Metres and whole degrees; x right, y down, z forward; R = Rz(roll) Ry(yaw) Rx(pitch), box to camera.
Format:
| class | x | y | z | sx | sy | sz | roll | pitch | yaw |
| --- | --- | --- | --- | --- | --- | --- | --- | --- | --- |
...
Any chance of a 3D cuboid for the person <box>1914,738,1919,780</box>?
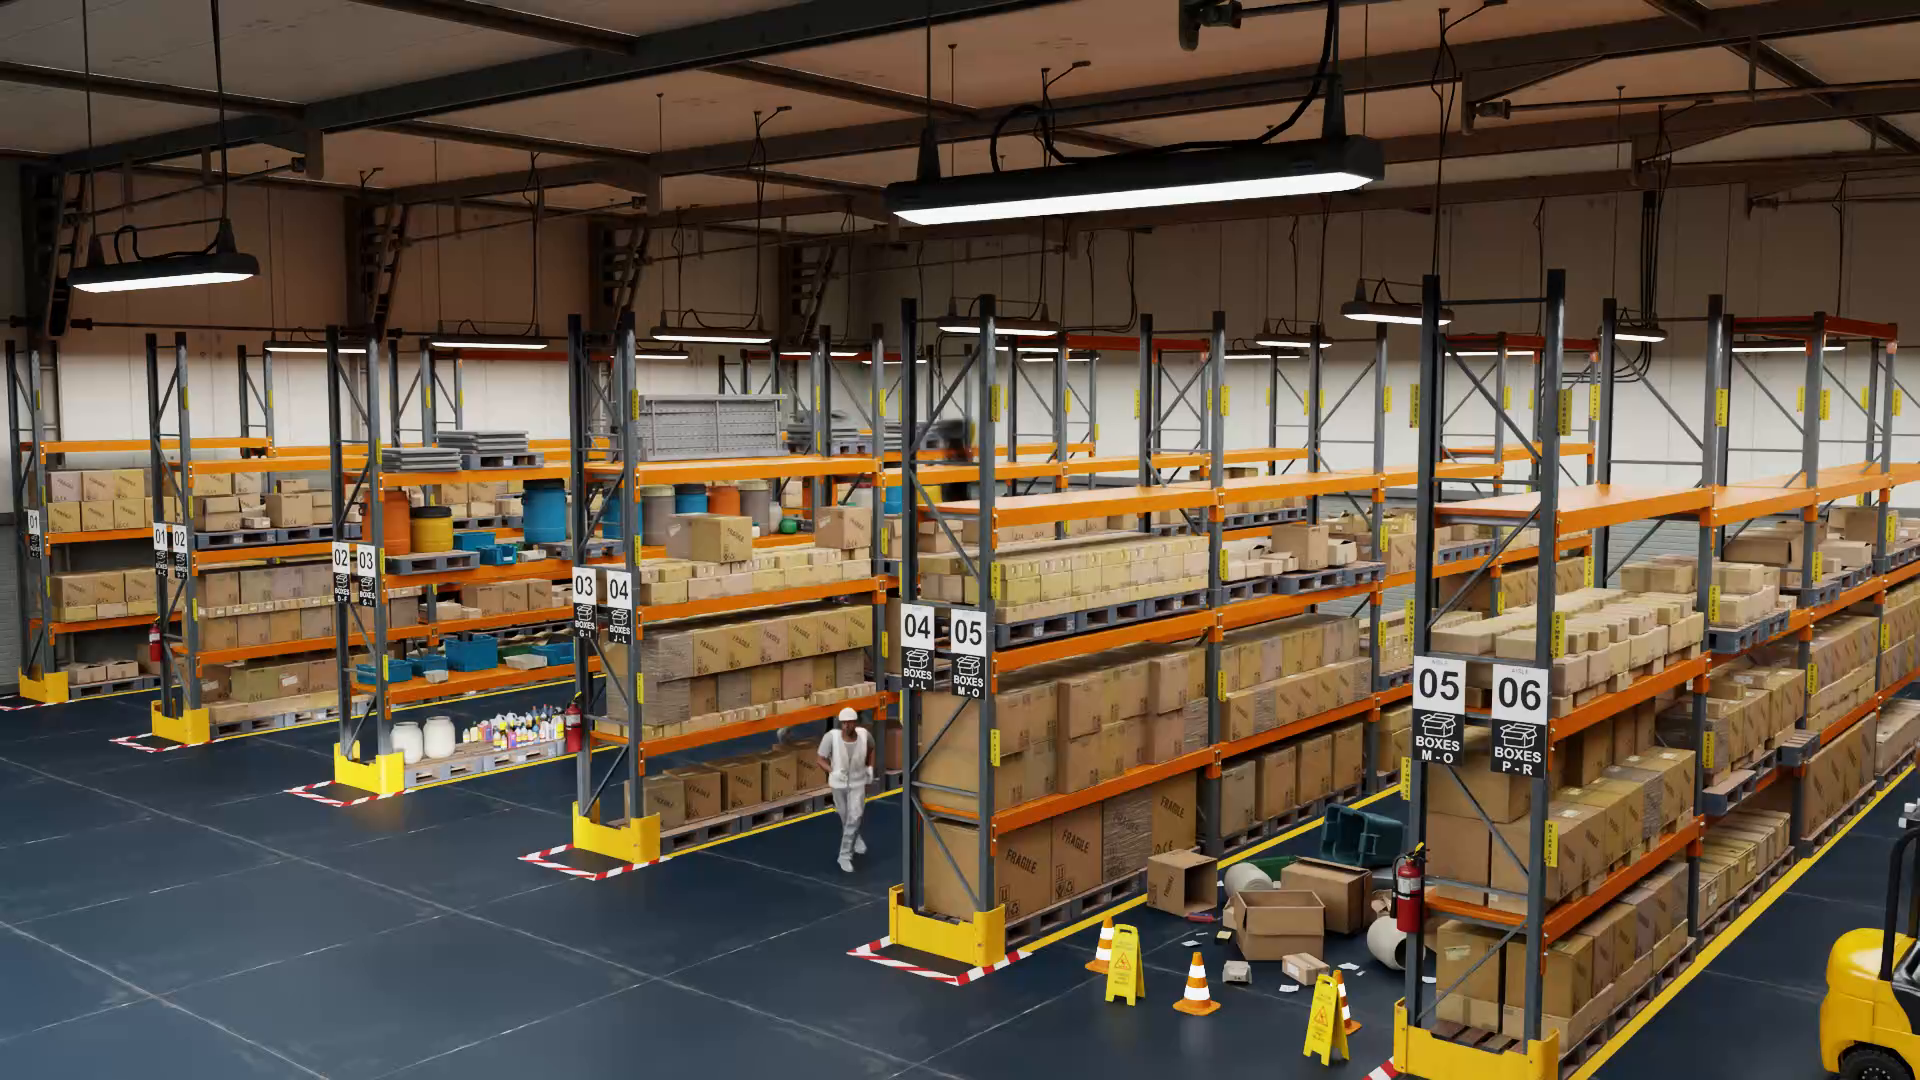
| class | x | y | z | sx | sy | sz | roll | pitch | yaw |
| --- | --- | --- | --- | --- | --- | --- | --- | --- | --- |
| person | 10.931 | 2.706 | 18.523 | 0.560 | 1.617 | 0.735 | 3 | 6 | 32 |

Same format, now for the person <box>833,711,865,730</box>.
| class | x | y | z | sx | sy | sz | roll | pitch | yaw |
| --- | --- | --- | --- | --- | --- | --- | --- | --- | --- |
| person | -1.687 | 2.174 | 24.571 | 0.647 | 1.641 | 0.945 | 3 | 6 | 27 |

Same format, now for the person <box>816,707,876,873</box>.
| class | x | y | z | sx | sy | sz | roll | pitch | yaw |
| --- | --- | --- | --- | --- | --- | --- | --- | --- | --- |
| person | -1.242 | 2.654 | 18.118 | 0.634 | 1.757 | 0.856 | 0 | 5 | -3 |

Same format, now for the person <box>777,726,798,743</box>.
| class | x | y | z | sx | sy | sz | roll | pitch | yaw |
| --- | --- | --- | --- | --- | --- | --- | --- | --- | --- |
| person | -2.402 | 2.321 | 22.725 | 0.604 | 1.626 | 0.914 | 3 | 6 | 31 |
